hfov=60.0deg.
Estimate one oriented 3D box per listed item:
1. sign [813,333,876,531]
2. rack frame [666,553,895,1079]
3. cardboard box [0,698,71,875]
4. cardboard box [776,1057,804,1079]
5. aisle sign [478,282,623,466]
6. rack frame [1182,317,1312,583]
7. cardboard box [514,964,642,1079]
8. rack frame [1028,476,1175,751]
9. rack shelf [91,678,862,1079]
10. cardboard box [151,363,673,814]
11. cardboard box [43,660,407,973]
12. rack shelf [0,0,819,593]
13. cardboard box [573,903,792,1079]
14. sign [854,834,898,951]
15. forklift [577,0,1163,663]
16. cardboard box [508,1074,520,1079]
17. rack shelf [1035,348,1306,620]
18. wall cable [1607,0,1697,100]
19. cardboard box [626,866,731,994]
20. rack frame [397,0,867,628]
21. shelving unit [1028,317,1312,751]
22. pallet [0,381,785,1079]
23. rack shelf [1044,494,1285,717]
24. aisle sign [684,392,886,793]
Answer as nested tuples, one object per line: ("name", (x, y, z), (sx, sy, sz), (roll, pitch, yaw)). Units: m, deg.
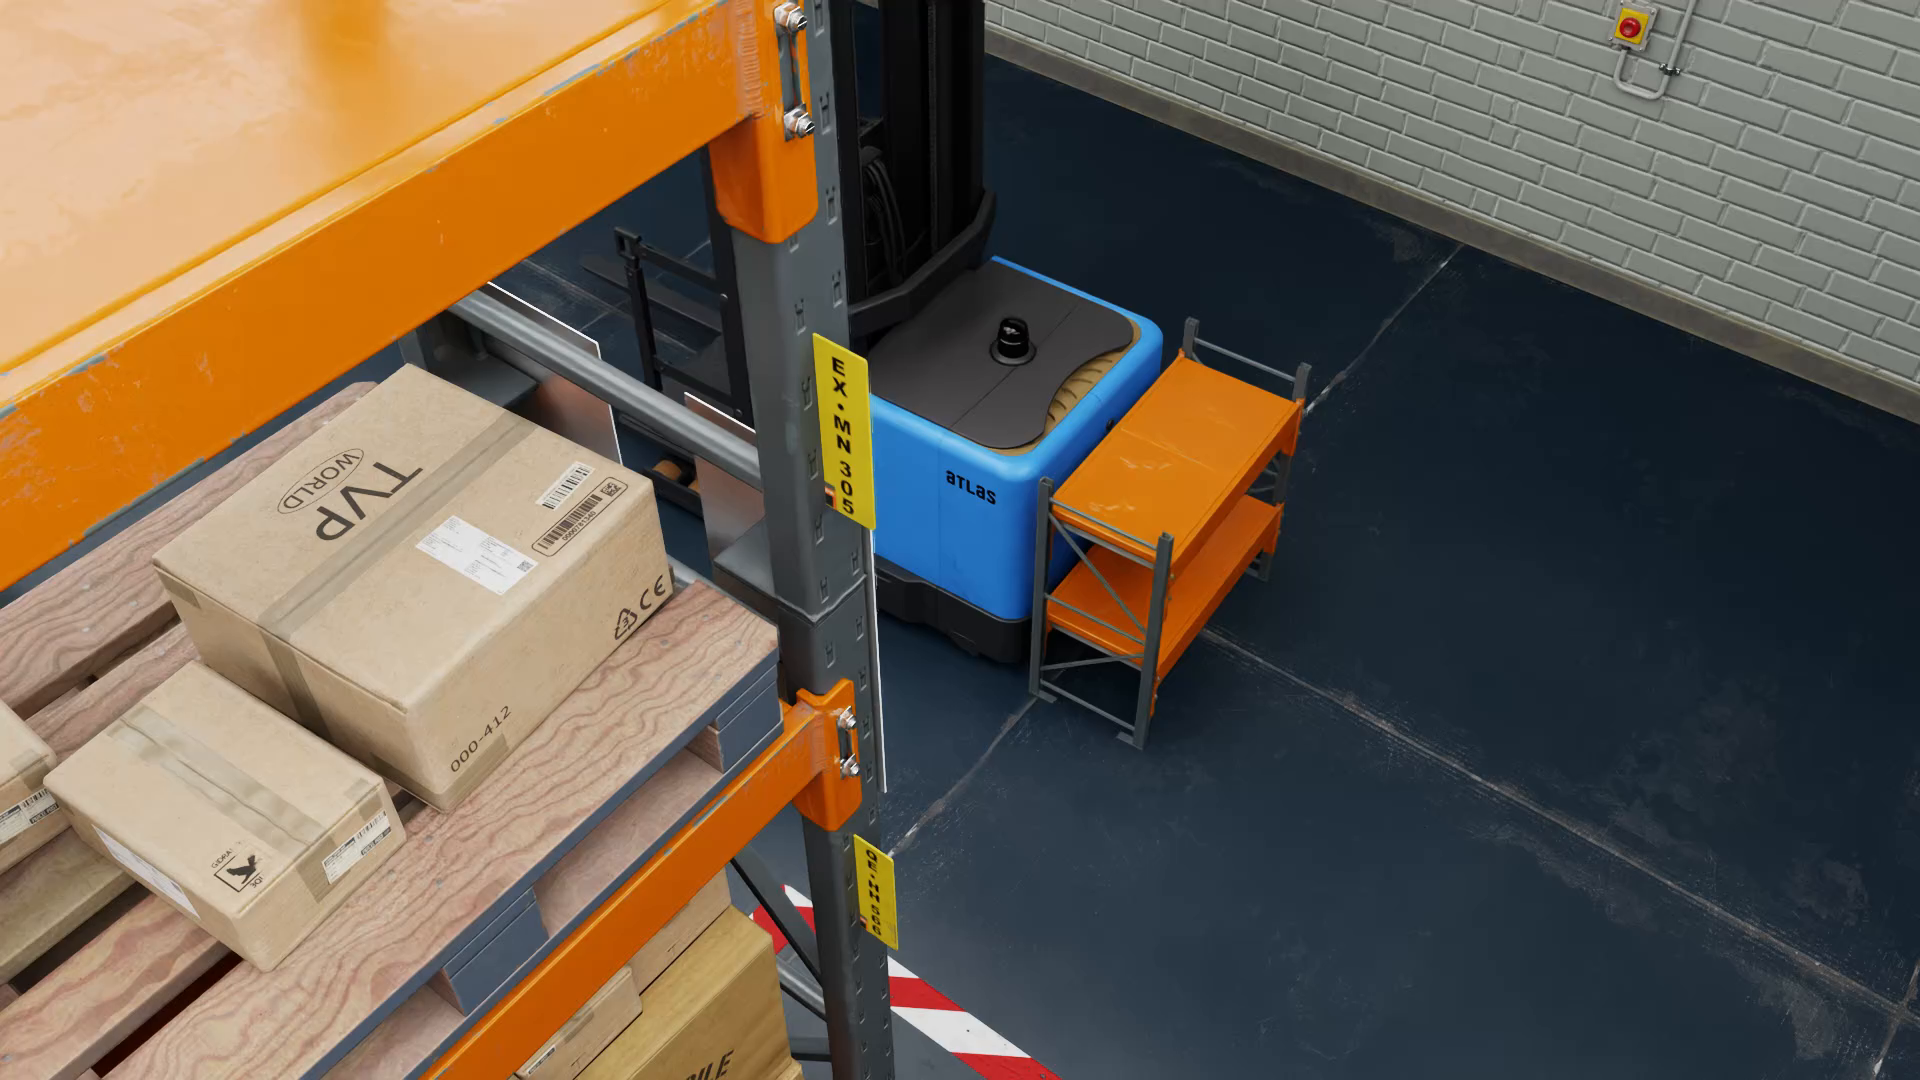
("sign", (-0.164, -0.148, 2.350), (0.100, 0.325, 0.005), (29, 53, 25))
("rack frame", (-0.585, 0.919, 3.963), (1.000, 3.000, 0.127), (29, 53, 25))
("cardboard box", (-1.432, 0.311, 2.283), (0.380, 0.149, 0.250), (31, 54, 26))
("cardboard box", (-0.671, 1.277, 3.551), (0.500, 0.500, 0.500), (29, 53, 25))
("aisle sign", (-0.771, -0.149, 3.184), (0.394, 0.787, 0.004), (29, 53, 25))
("rack frame", (1.046, -0.326, 6.448), (0.500, 1.125, 0.032), (26, 52, 23))
("cardboard box", (-0.782, 0.765, 2.901), (0.380, 0.149, 0.250), (30, 53, 26))
("rack frame", (0.478, 0.284, 5.866), (0.500, 1.125, 0.032), (26, 52, 23))
("rack shelf", (-1.808, 1.276, 2.045), (1.077, 0.370, 4.000), (29, 53, 25))
("cardboard box", (-0.789, 0.052, 2.460), (0.500, 0.250, 0.500), (25, 51, 22))
("cardboard box", (-0.982, 0.362, 2.234), (0.380, 0.149, 0.250), (25, 51, 22))
("rack shelf", (-1.808, 0.378, 1.105), (1.077, 0.370, 4.000), (29, 53, 25))
("cardboard box", (-0.691, 0.920, 3.201), (0.500, 0.500, 0.500), (31, 54, 26))
("sign", (-0.164, 0.685, 3.221), (0.100, 0.325, 0.005), (29, 53, 25))
("forklift", (-0.726, -1.394, 6.219), (3.031, 2.935, 1.130), (27, 52, 23))
("cardboard box", (-0.873, 0.950, 2.724), (0.380, 0.149, 0.250), (29, 53, 25))
("rack shelf", (0.762, -0.223, 5.945), (0.538, 0.278, 1.000), (26, 52, 23))
("wall cable", (2.844, -2.680, 6.676), (0.585, 1.953, 0.123), (29, 53, 25))
("cardboard box", (-0.646, 0.609, 3.050), (0.380, 0.149, 0.250), (30, 53, 25))
("rack frame", (-0.585, -1.153, 1.793), (1.000, 3.000, 0.127), (29, 53, 25))
("shelving unit", (0.762, -0.021, 6.157), (0.538, 1.125, 1.048), (26, 52, 23))
("pallet", (-1.030, 0.342, 2.500), (1.003, 0.211, 1.213), (29, 53, 25))
("rack shelf", (0.762, 0.148, 6.334), (0.538, 0.278, 1.000), (26, 52, 23))
("aisle sign", (-0.296, 0.117, 2.931), (0.394, 0.787, 0.004), (29, 53, 25))
